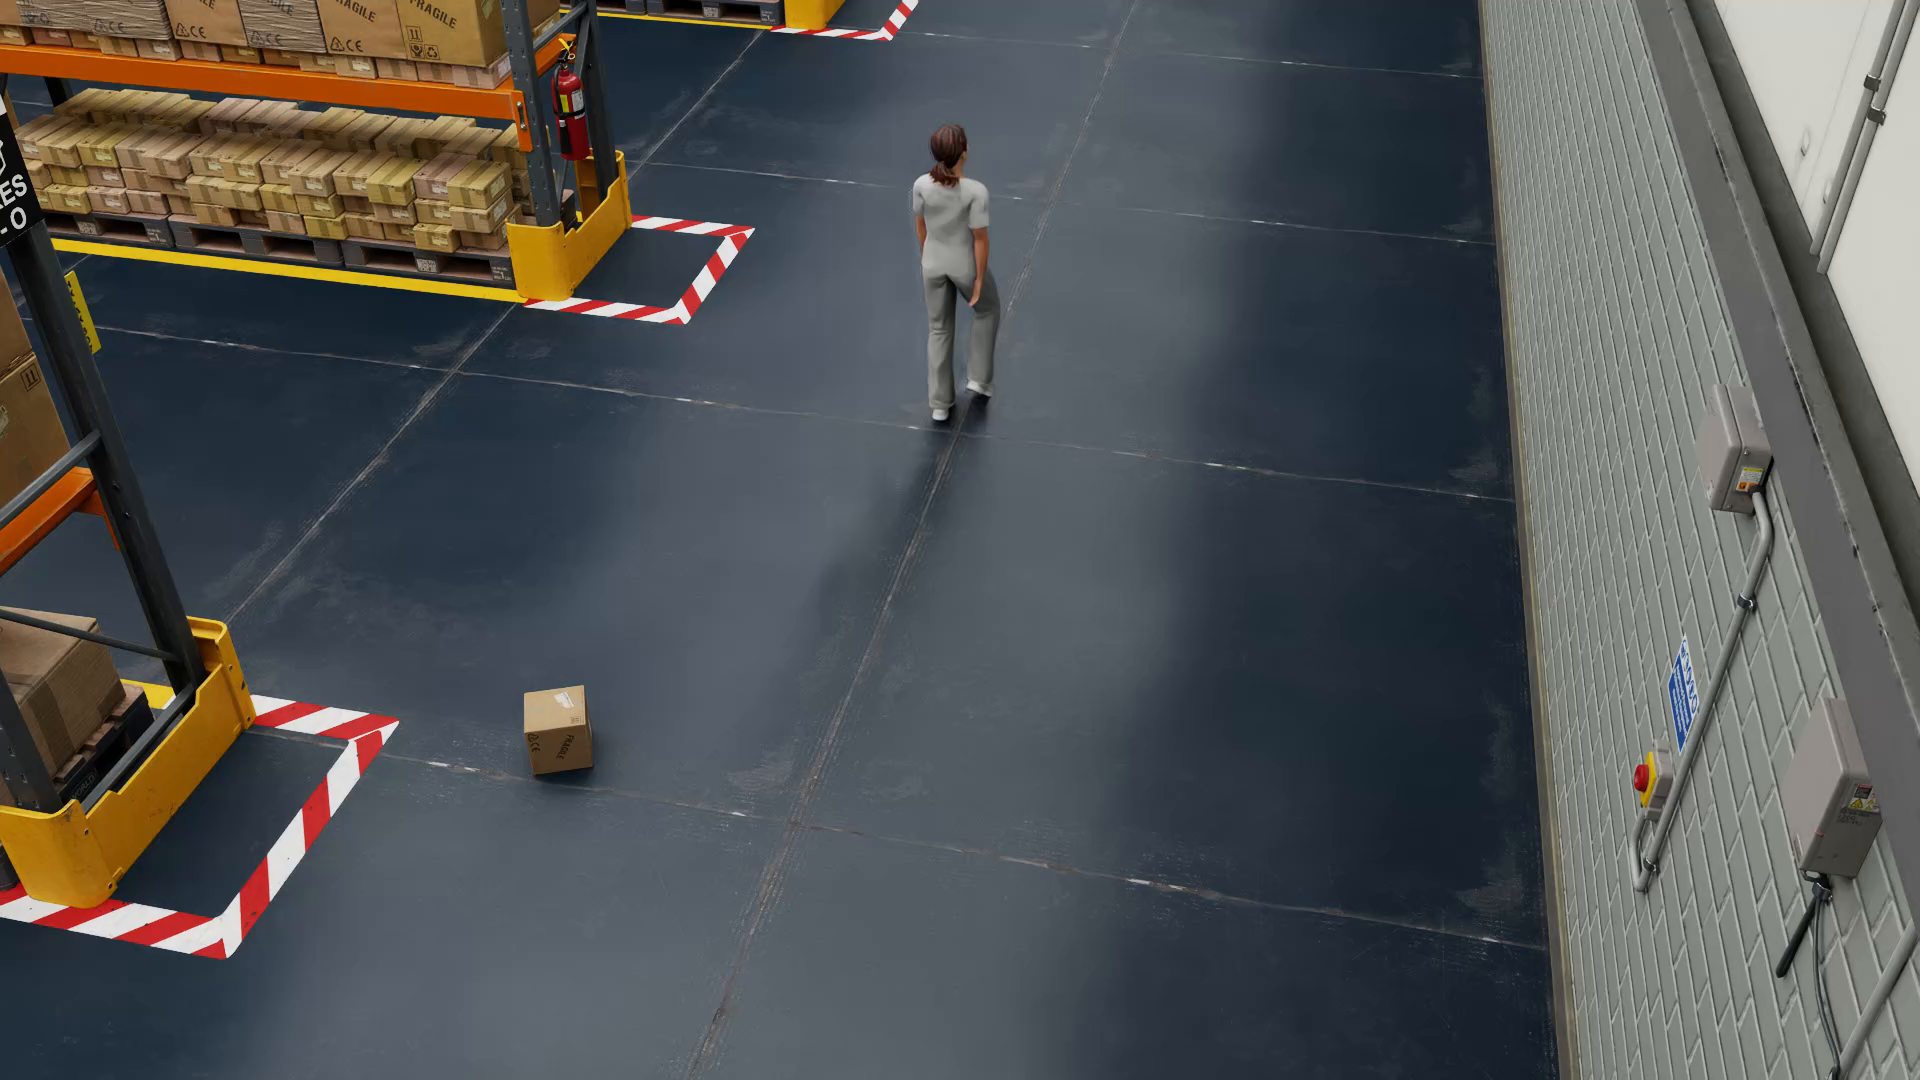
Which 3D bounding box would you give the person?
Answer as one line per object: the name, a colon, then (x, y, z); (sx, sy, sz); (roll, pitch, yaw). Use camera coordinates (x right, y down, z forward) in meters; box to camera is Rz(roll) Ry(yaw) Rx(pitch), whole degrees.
person: (-0.023, -1.426, 8.894); (0.445, 1.727, 0.514); (11, 38, 14)
